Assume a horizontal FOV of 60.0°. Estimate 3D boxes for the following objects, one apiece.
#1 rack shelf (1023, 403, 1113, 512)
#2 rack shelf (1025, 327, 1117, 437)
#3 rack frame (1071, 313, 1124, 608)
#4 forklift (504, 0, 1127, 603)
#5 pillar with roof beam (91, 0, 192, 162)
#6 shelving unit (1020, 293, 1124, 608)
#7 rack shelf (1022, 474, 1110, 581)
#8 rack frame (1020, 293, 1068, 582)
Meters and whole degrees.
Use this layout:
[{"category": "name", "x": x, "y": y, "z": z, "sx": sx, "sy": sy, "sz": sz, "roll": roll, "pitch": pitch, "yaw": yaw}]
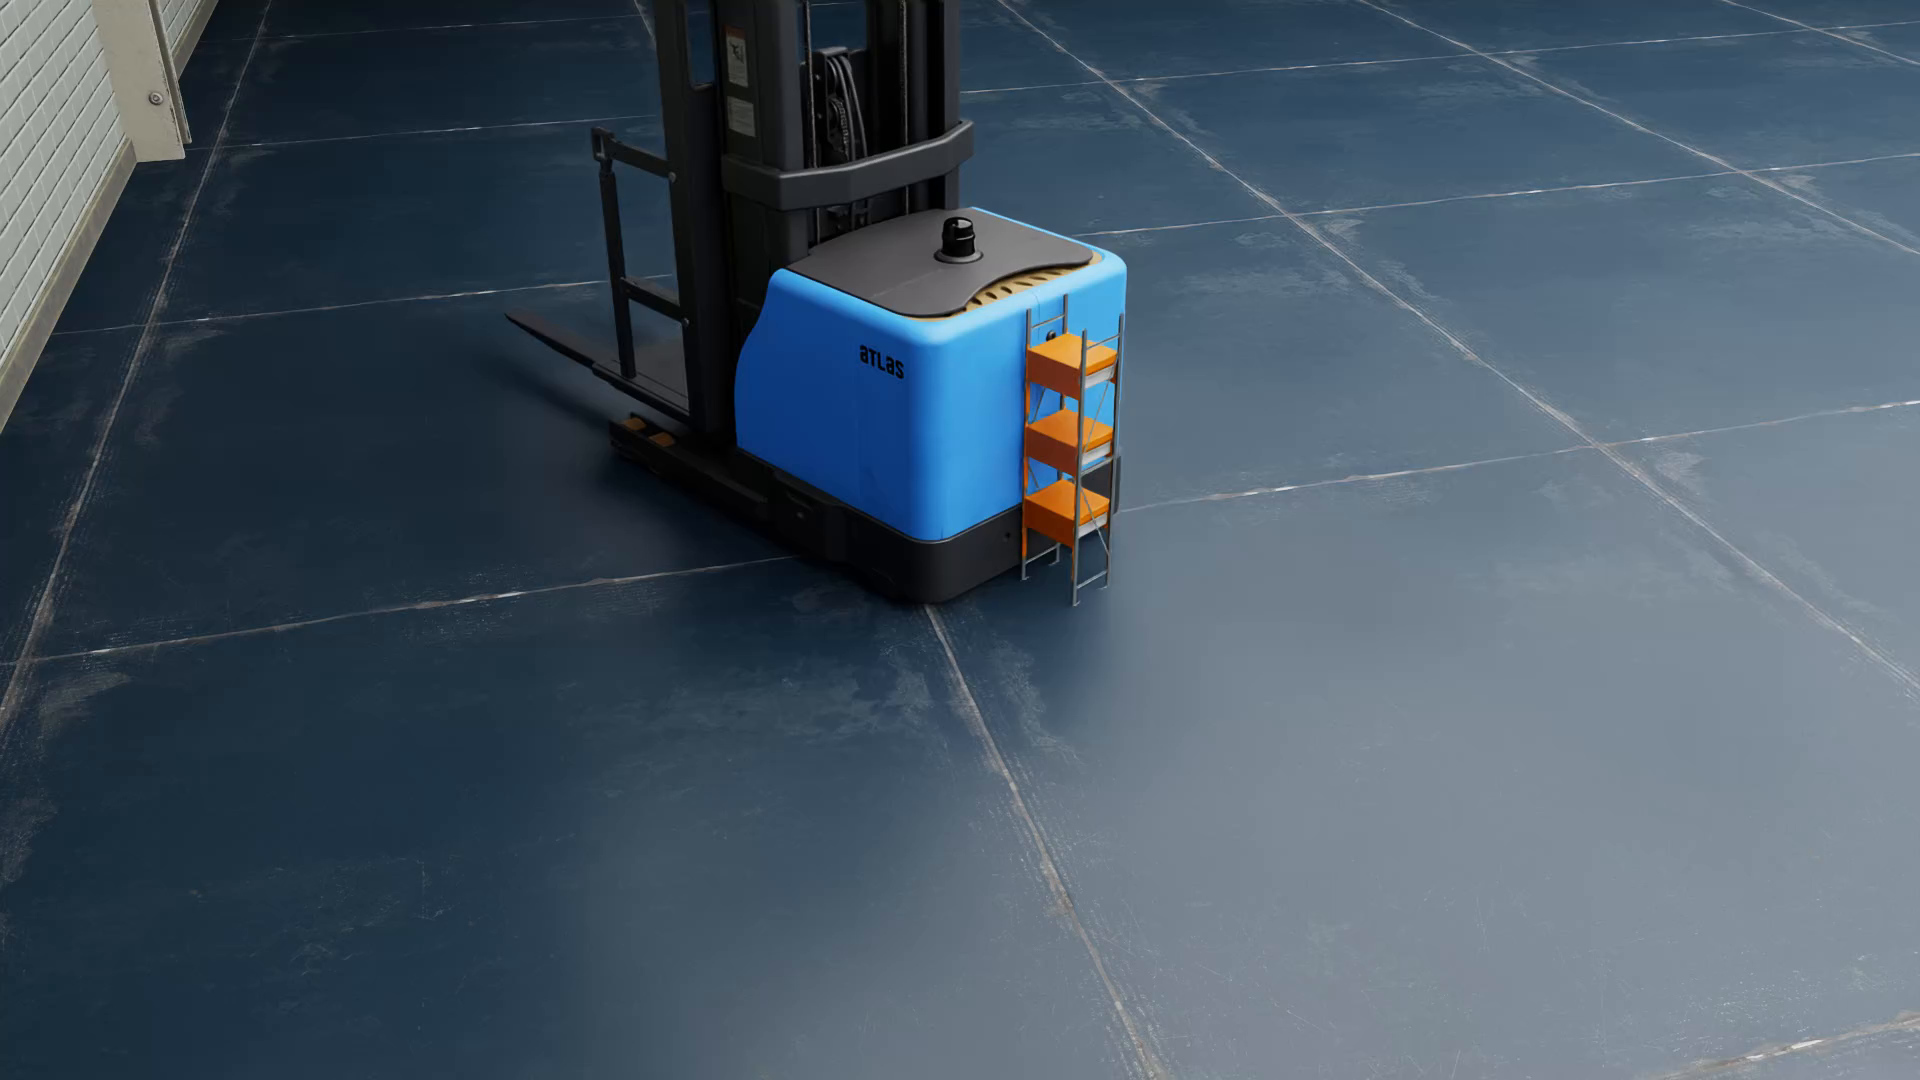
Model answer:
[{"category": "rack shelf", "x": 0.378, "y": -0.287, "z": 5.718, "sx": 0.240, "sy": 0.259, "sz": 0.215, "roll": 27, "pitch": 39, "yaw": 38}, {"category": "rack shelf", "x": 0.378, "y": -0.532, "z": 5.576, "sx": 0.240, "sy": 0.259, "sz": 0.215, "roll": 27, "pitch": 39, "yaw": 38}, {"category": "rack frame", "x": 0.464, "y": -0.253, "z": 5.638, "sx": 0.008, "sy": 1.050, "sz": 0.200, "roll": 27, "pitch": 39, "yaw": 38}, {"category": "forklift", "x": -0.788, "y": -1.692, "z": 6.248, "sx": 1.130, "sy": 2.935, "sz": 3.031, "roll": -26, "pitch": 39, "yaw": -37}, {"category": "pillar with roof beam", "x": -0.880, "y": -6.916, "z": 9.216, "sx": 9.100, "sy": 9.000, "sz": 0.400, "roll": -8, "pitch": 31, "yaw": -13}, {"category": "shelving unit", "x": 0.378, "y": -0.296, "z": 5.713, "sx": 0.252, "sy": 1.050, "sz": 0.215, "roll": 27, "pitch": 39, "yaw": 38}, {"category": "rack shelf", "x": 0.377, "y": -0.046, "z": 5.857, "sx": 0.240, "sy": 0.259, "sz": 0.215, "roll": 27, "pitch": 39, "yaw": 38}, {"category": "rack frame", "x": 0.291, "y": -0.339, "z": 5.787, "sx": 0.008, "sy": 1.050, "sz": 0.200, "roll": 27, "pitch": 39, "yaw": 38}]
